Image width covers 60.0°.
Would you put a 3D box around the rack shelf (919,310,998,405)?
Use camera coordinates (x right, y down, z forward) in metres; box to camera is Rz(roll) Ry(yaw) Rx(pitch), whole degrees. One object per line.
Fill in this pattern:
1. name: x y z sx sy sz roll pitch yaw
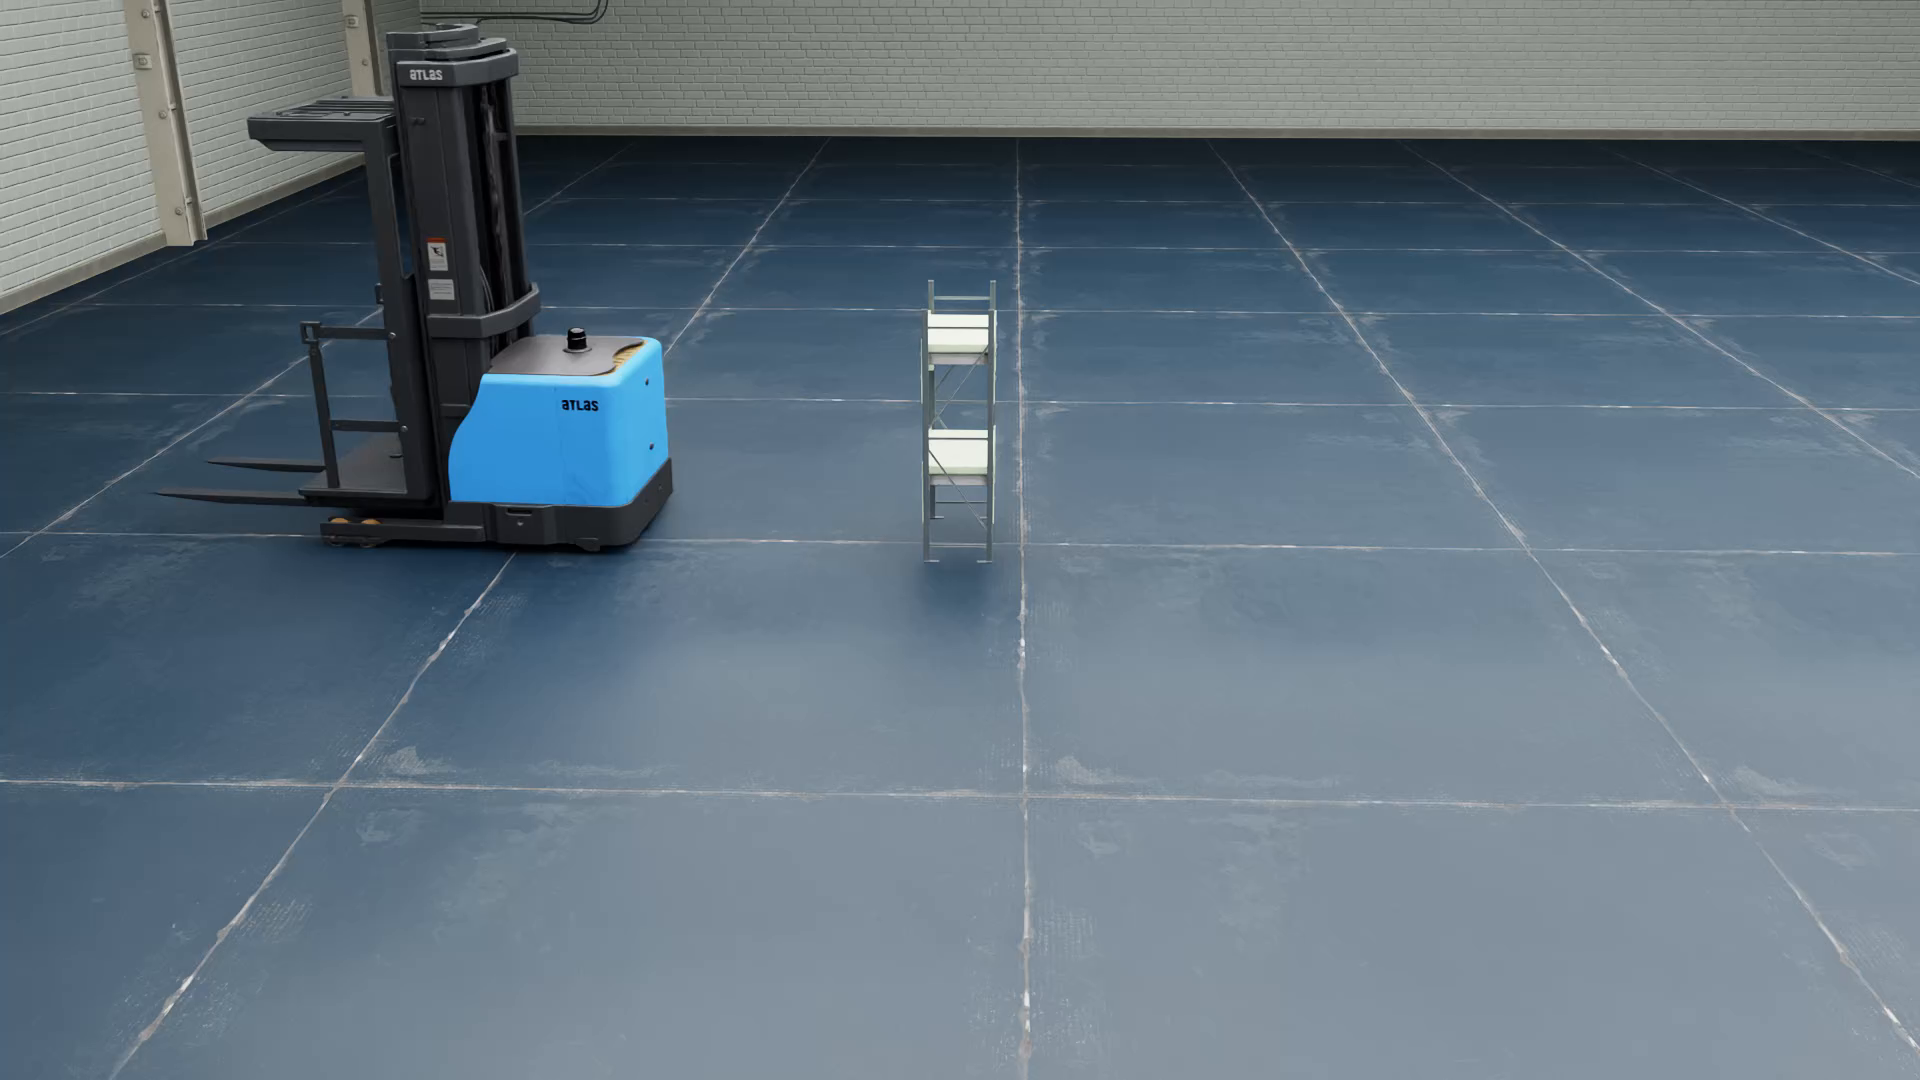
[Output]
1. rack shelf: 0.000 -1.065 9.623 0.431 0.370 0.720 1 21 2

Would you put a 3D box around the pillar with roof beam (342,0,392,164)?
1. pillar with roof beam: -4.180 -9.651 22.462 9.100 9.000 0.400 1 21 2

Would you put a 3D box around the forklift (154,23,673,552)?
1. forklift: -3.383 -1.508 9.864 3.031 2.935 1.130 2 21 6

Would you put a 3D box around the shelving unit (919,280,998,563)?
1. shelving unit: 0.000 -0.702 9.764 0.431 1.500 0.755 1 21 2

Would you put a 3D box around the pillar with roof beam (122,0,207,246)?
1. pillar with roof beam: -4.362 -7.482 16.871 9.100 9.000 0.400 1 21 2

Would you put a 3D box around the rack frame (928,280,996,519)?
1. rack frame: 0.011 -0.834 10.105 0.400 1.500 0.023 1 21 2

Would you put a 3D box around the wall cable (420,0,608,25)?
1. wall cable: -7.071 -9.301 25.853 3.097 2.526 0.112 1 21 2

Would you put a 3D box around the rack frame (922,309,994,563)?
1. rack frame: -0.011 -0.569 9.423 0.400 1.500 0.023 1 21 2

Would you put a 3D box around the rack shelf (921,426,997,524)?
1. rack shelf: 0.000 -0.398 9.882 0.431 0.370 0.720 1 21 2
